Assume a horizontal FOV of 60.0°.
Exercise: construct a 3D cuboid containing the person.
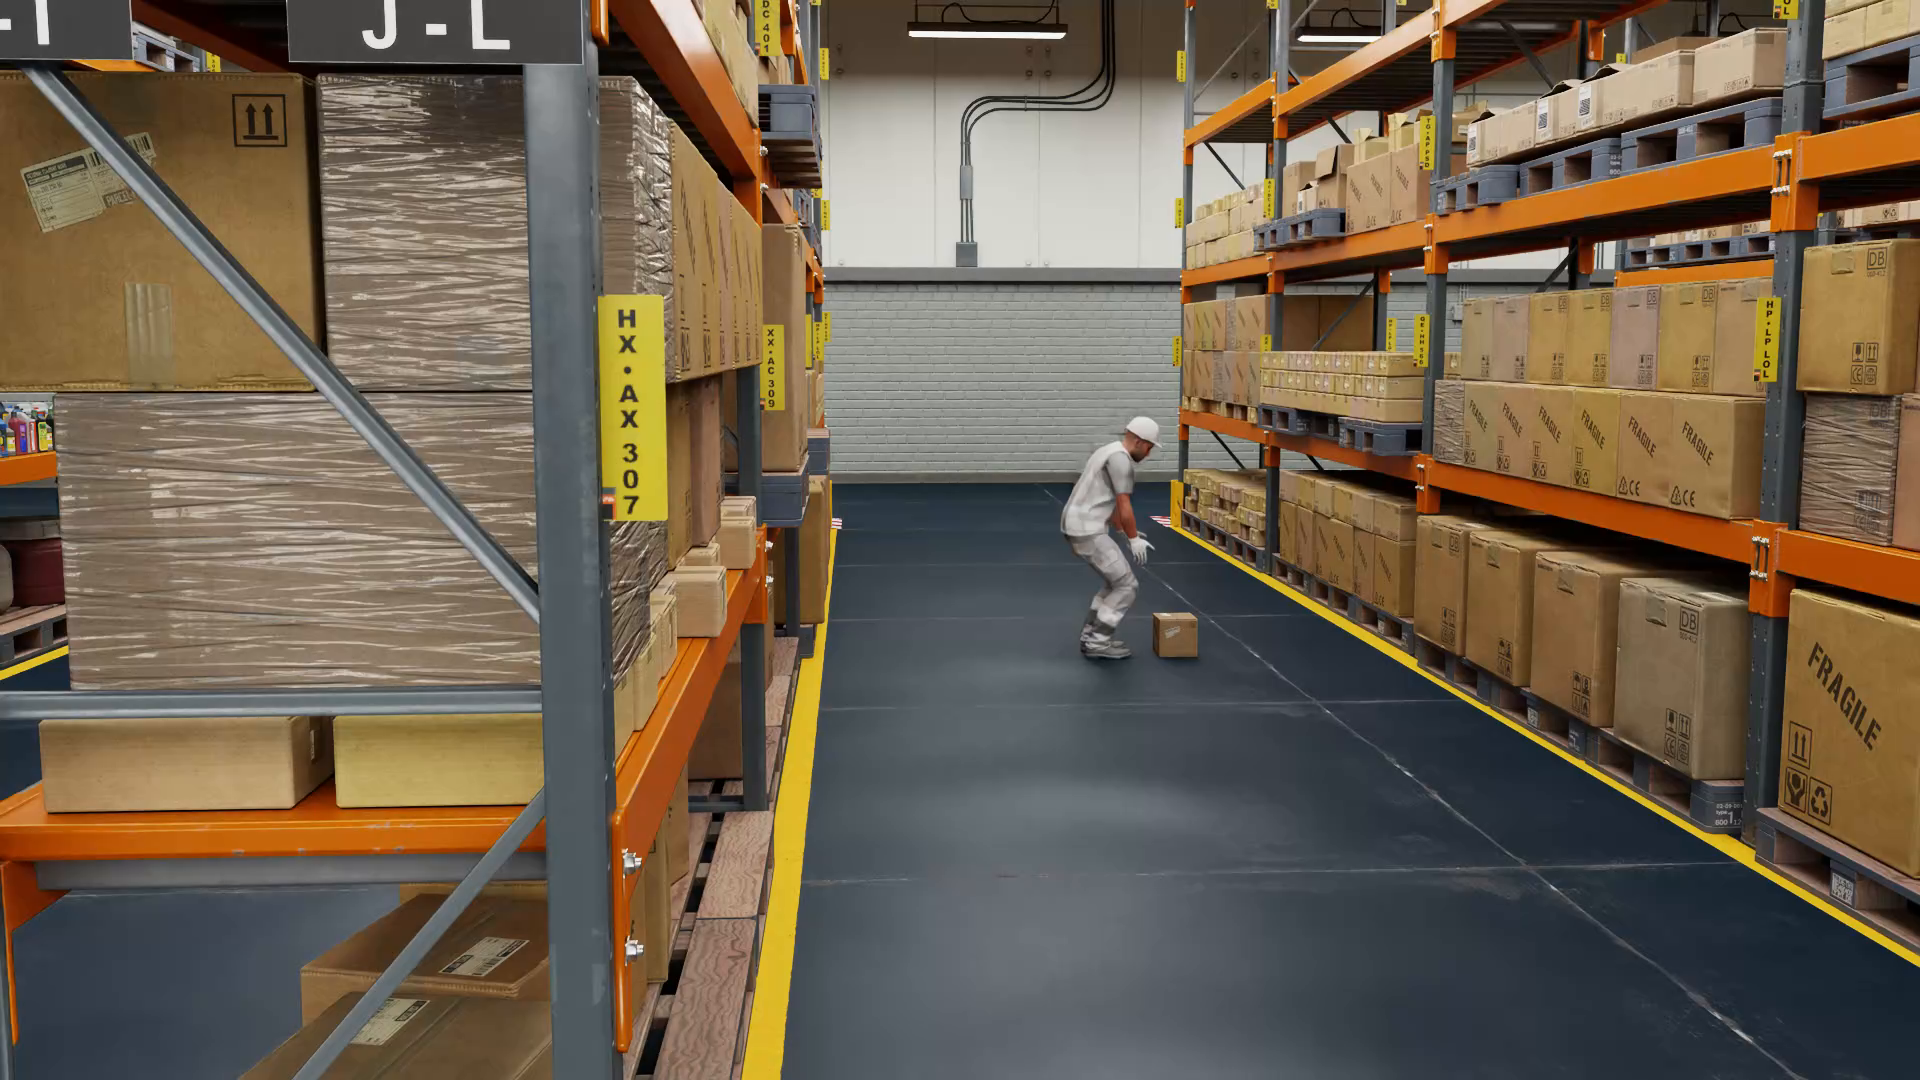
[{"bbox_3d":[0.987,-0.025,10.850,0.669,1.555,0.577,0,7,-3],"label":"person"}]
